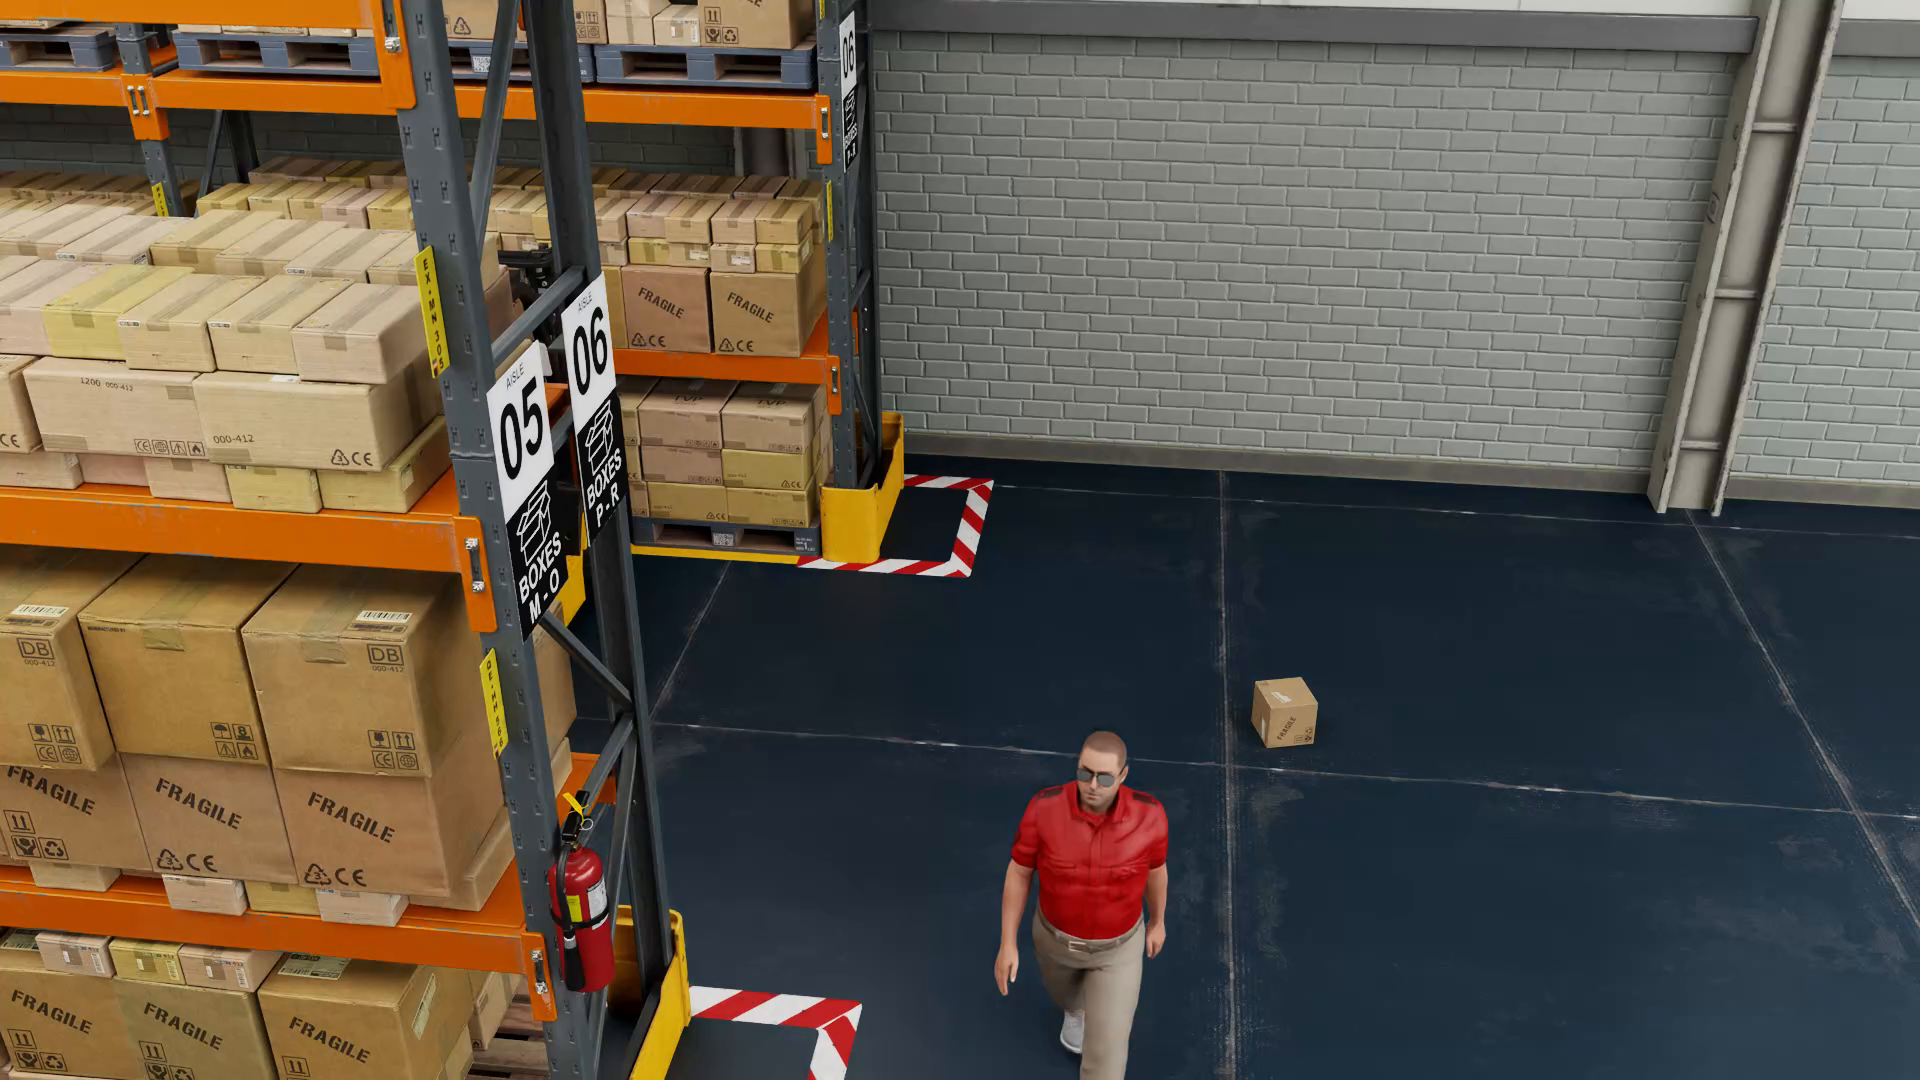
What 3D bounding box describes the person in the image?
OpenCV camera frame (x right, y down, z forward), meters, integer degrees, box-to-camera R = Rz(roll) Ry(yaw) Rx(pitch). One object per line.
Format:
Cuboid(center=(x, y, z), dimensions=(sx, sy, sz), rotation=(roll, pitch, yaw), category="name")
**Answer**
Cuboid(center=(0.437, 1.431, 5.973), dimensions=(0.575, 1.672, 1.052), rotation=(6, 29, 11), category="person")
